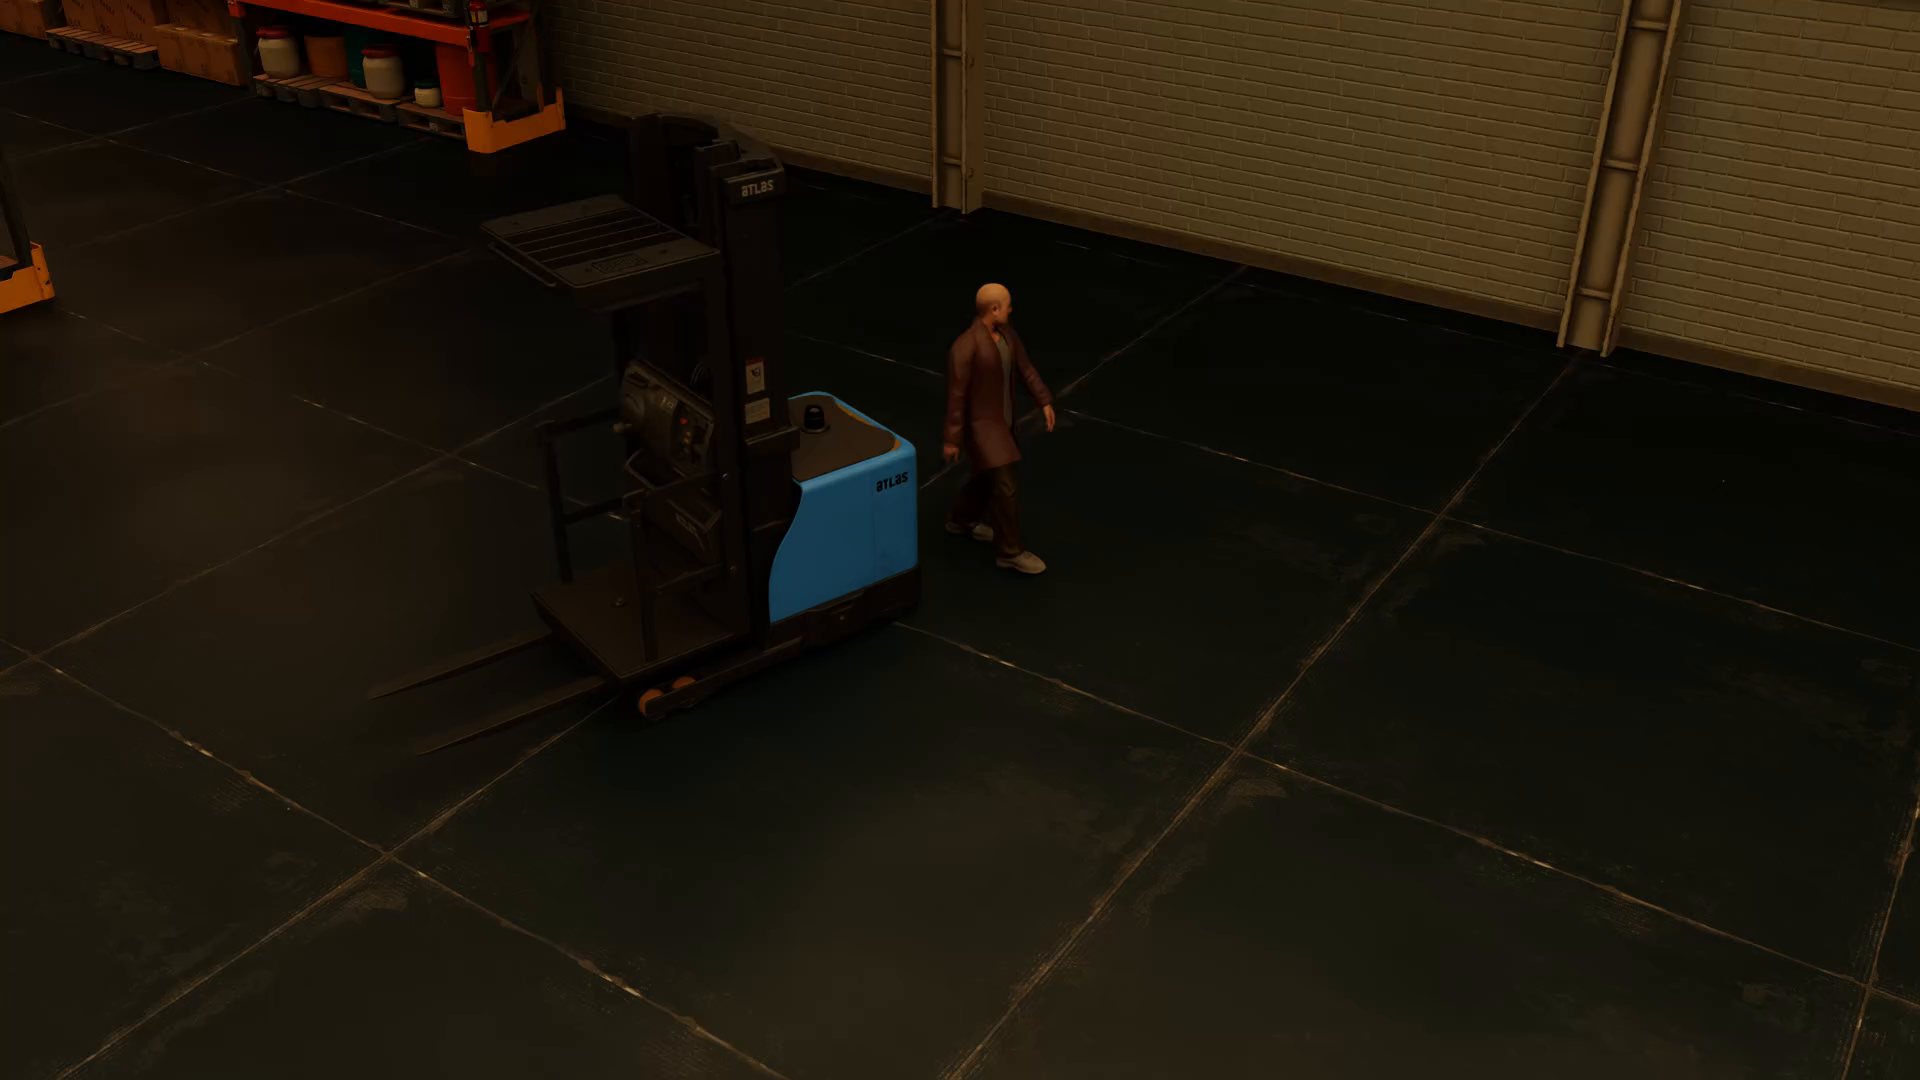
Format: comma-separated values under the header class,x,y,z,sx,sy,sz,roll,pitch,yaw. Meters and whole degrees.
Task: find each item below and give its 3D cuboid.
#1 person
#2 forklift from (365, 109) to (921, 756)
class,x,y,z,sx,sy,sz,roll,pitch,yaw
person,0.228,-0.679,9.949,0.825,1.737,0.722,14,33,23
forklift,-1.705,-0.606,8.624,3.031,2.935,1.130,-21,36,-32
